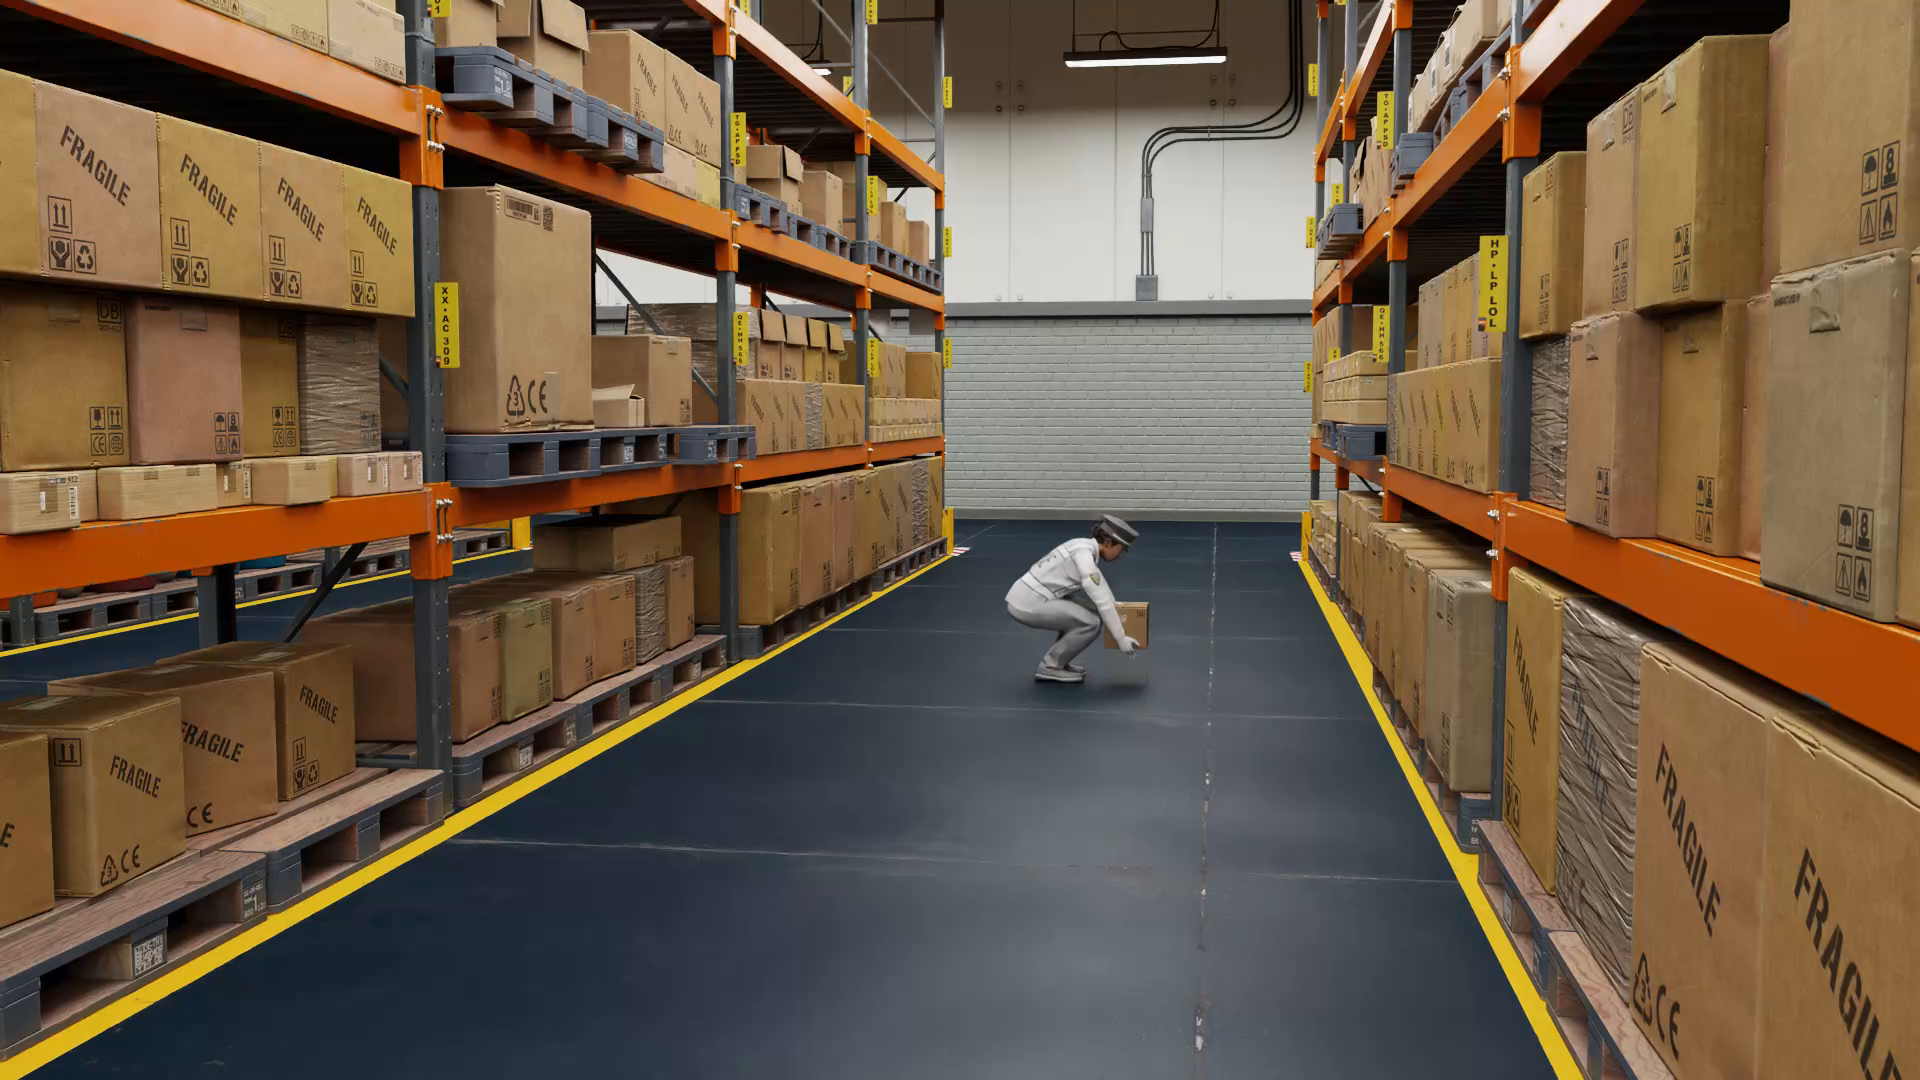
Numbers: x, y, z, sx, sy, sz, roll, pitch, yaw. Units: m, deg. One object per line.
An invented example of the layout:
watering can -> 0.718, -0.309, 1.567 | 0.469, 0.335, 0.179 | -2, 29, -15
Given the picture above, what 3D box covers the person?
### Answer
person -> 0.678, 0.343, 9.922 | 0.811, 0.993, 0.463 | 1, 5, 7
